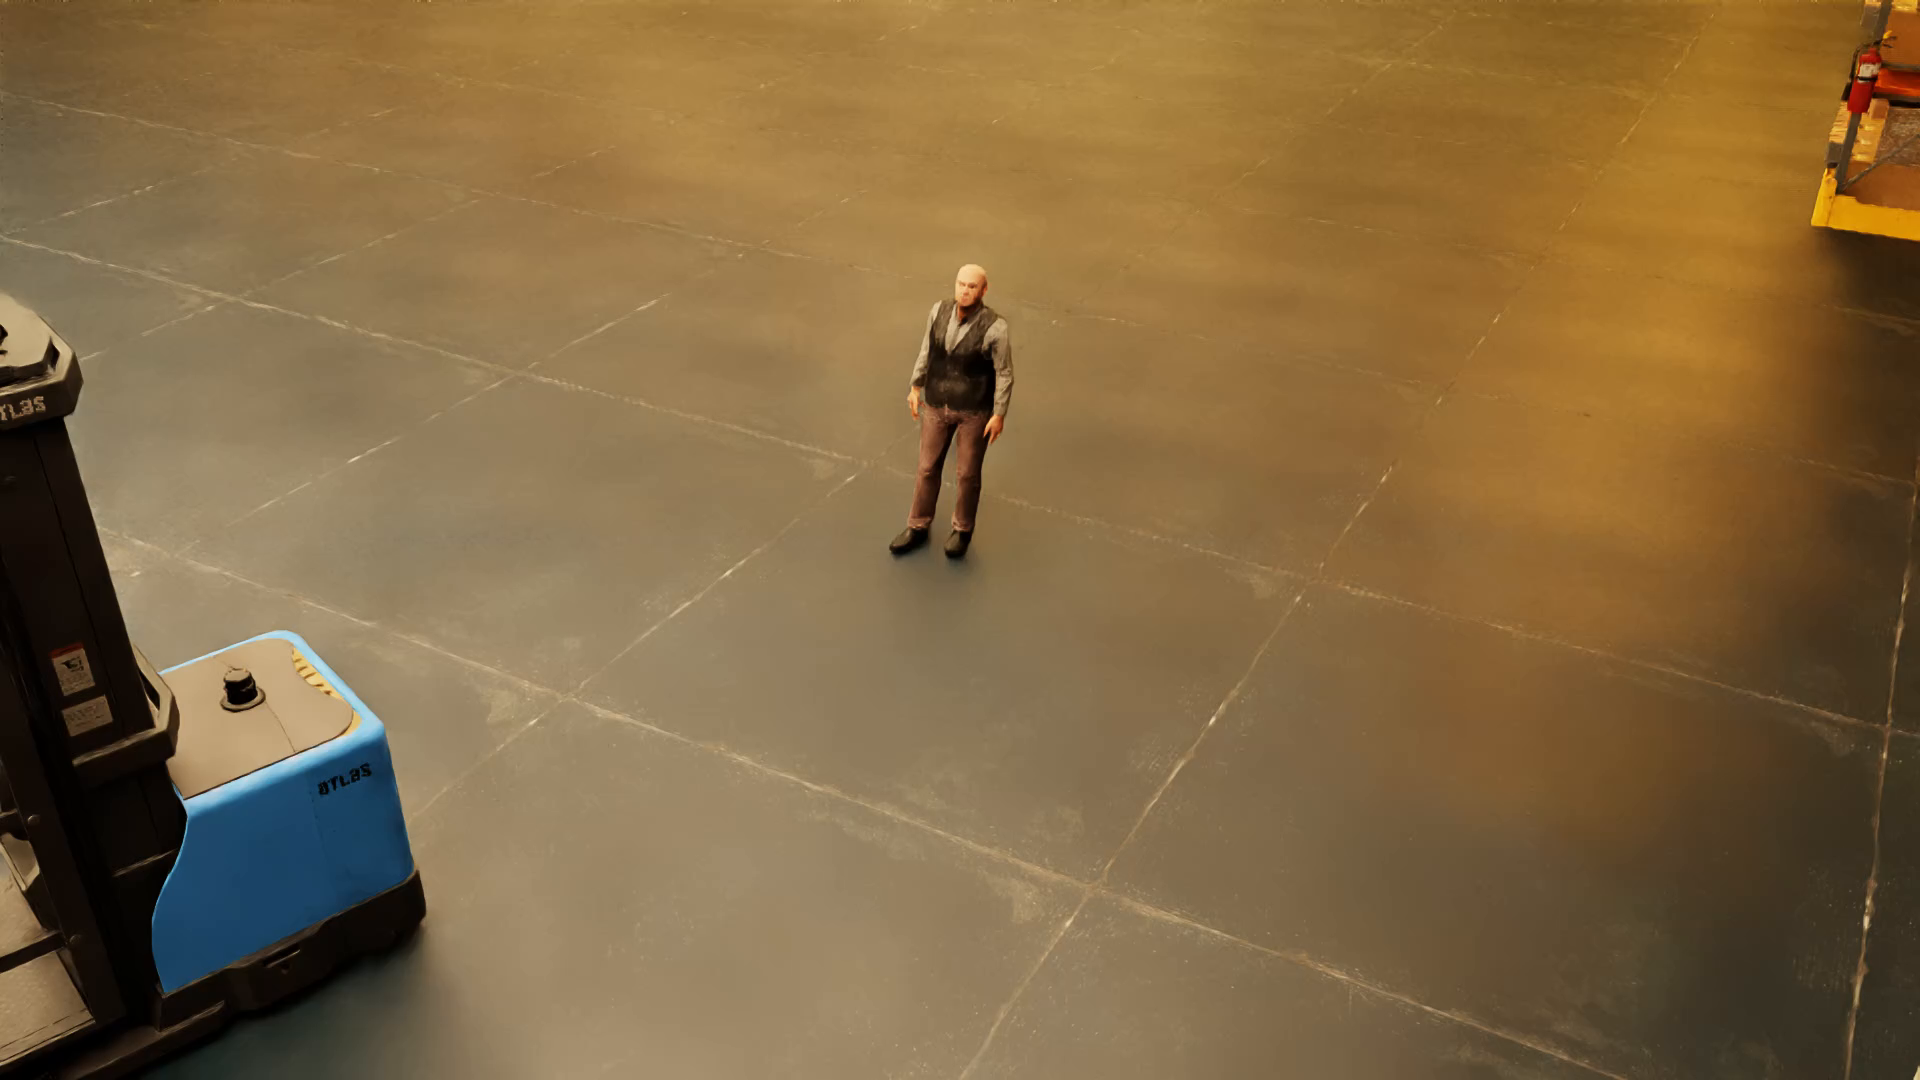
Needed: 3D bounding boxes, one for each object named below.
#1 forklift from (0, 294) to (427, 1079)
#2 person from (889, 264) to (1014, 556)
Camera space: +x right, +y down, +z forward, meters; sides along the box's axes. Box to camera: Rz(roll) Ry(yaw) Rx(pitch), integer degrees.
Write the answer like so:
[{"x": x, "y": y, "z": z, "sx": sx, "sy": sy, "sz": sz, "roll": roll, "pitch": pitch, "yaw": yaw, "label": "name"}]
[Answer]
[{"x": -3.721, "y": 0.694, "z": 5.867, "sx": 3.031, "sy": 2.935, "sz": 1.130, "roll": -24, "pitch": 37, "yaw": -35, "label": "forklift"}, {"x": -0.037, "y": -0.726, "z": 9.525, "sx": 0.632, "sy": 1.720, "sz": 0.567, "roll": 15, "pitch": 33, "yaw": 25, "label": "person"}]
